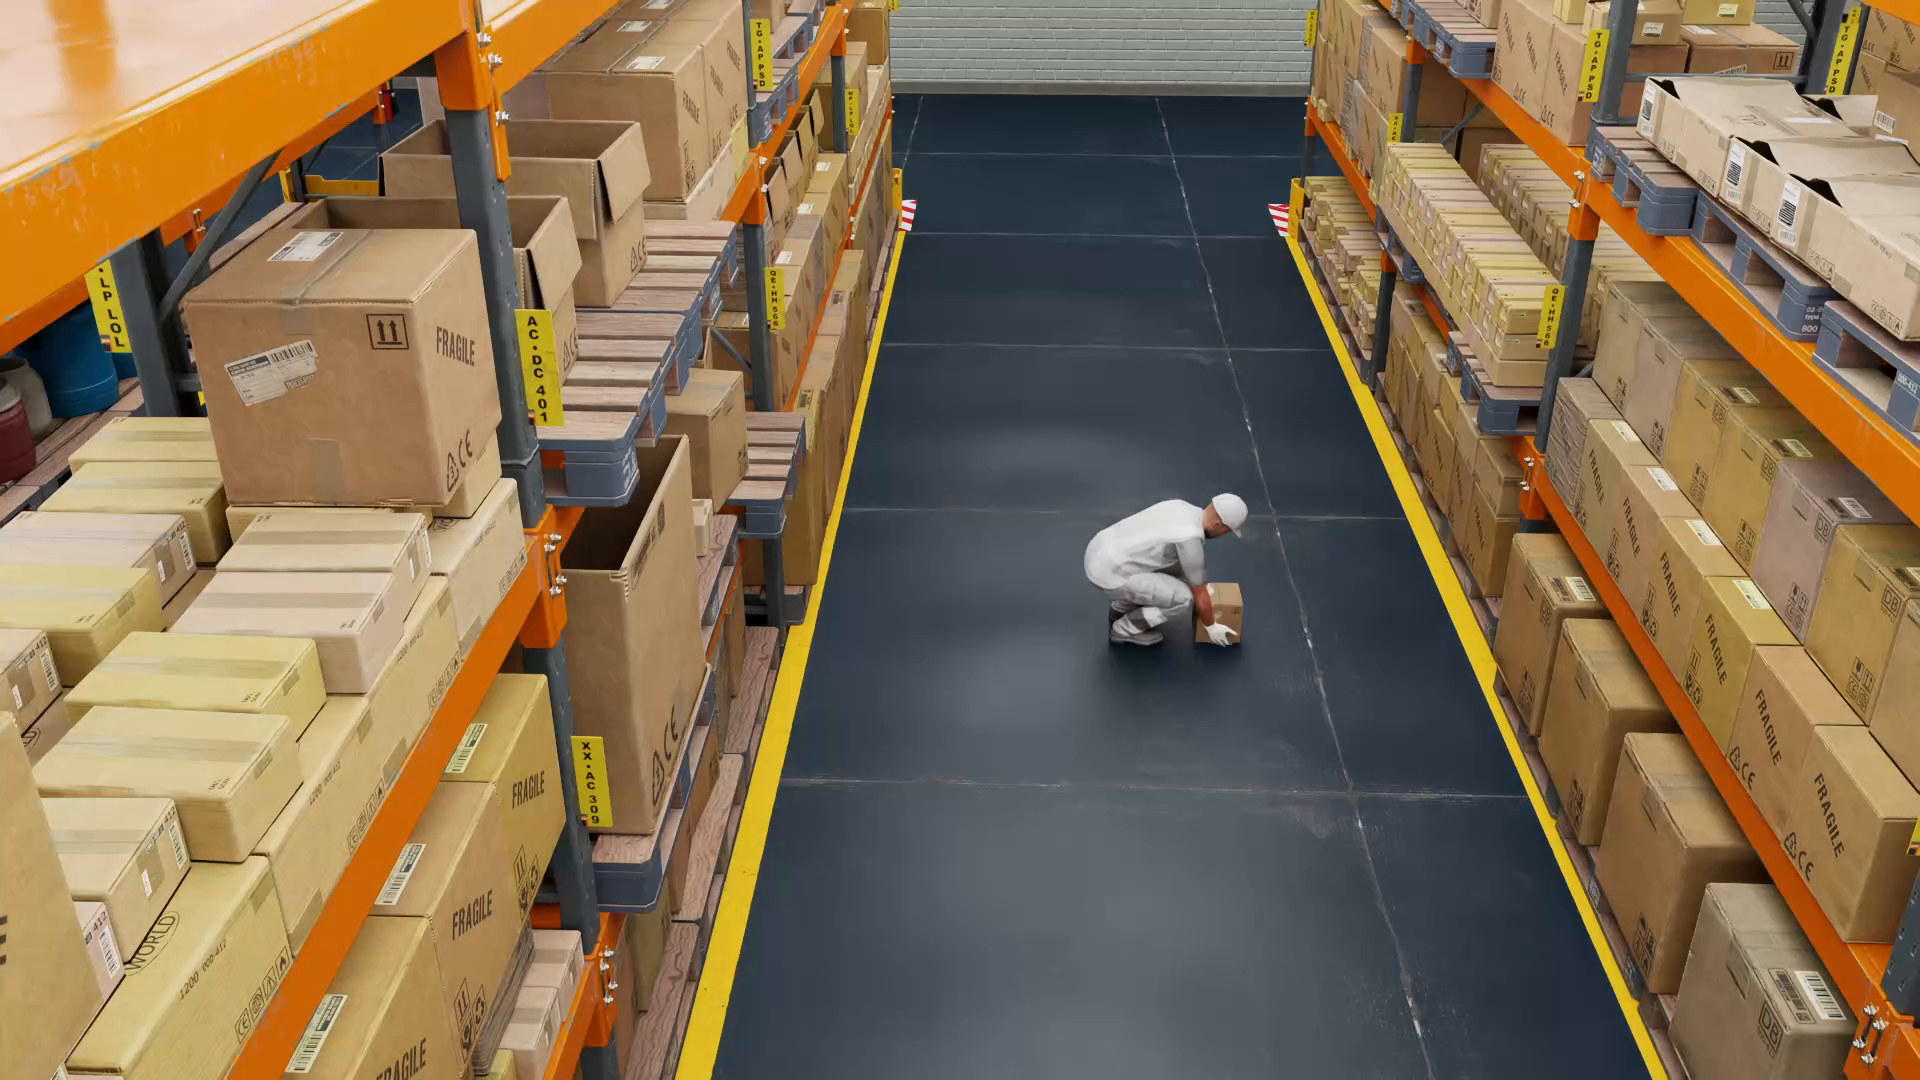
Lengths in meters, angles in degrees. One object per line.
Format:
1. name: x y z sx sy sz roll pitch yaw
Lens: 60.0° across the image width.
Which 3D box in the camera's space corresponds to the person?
1. person: 1.146 0.155 9.358 0.895 0.880 0.555 1 28 2
